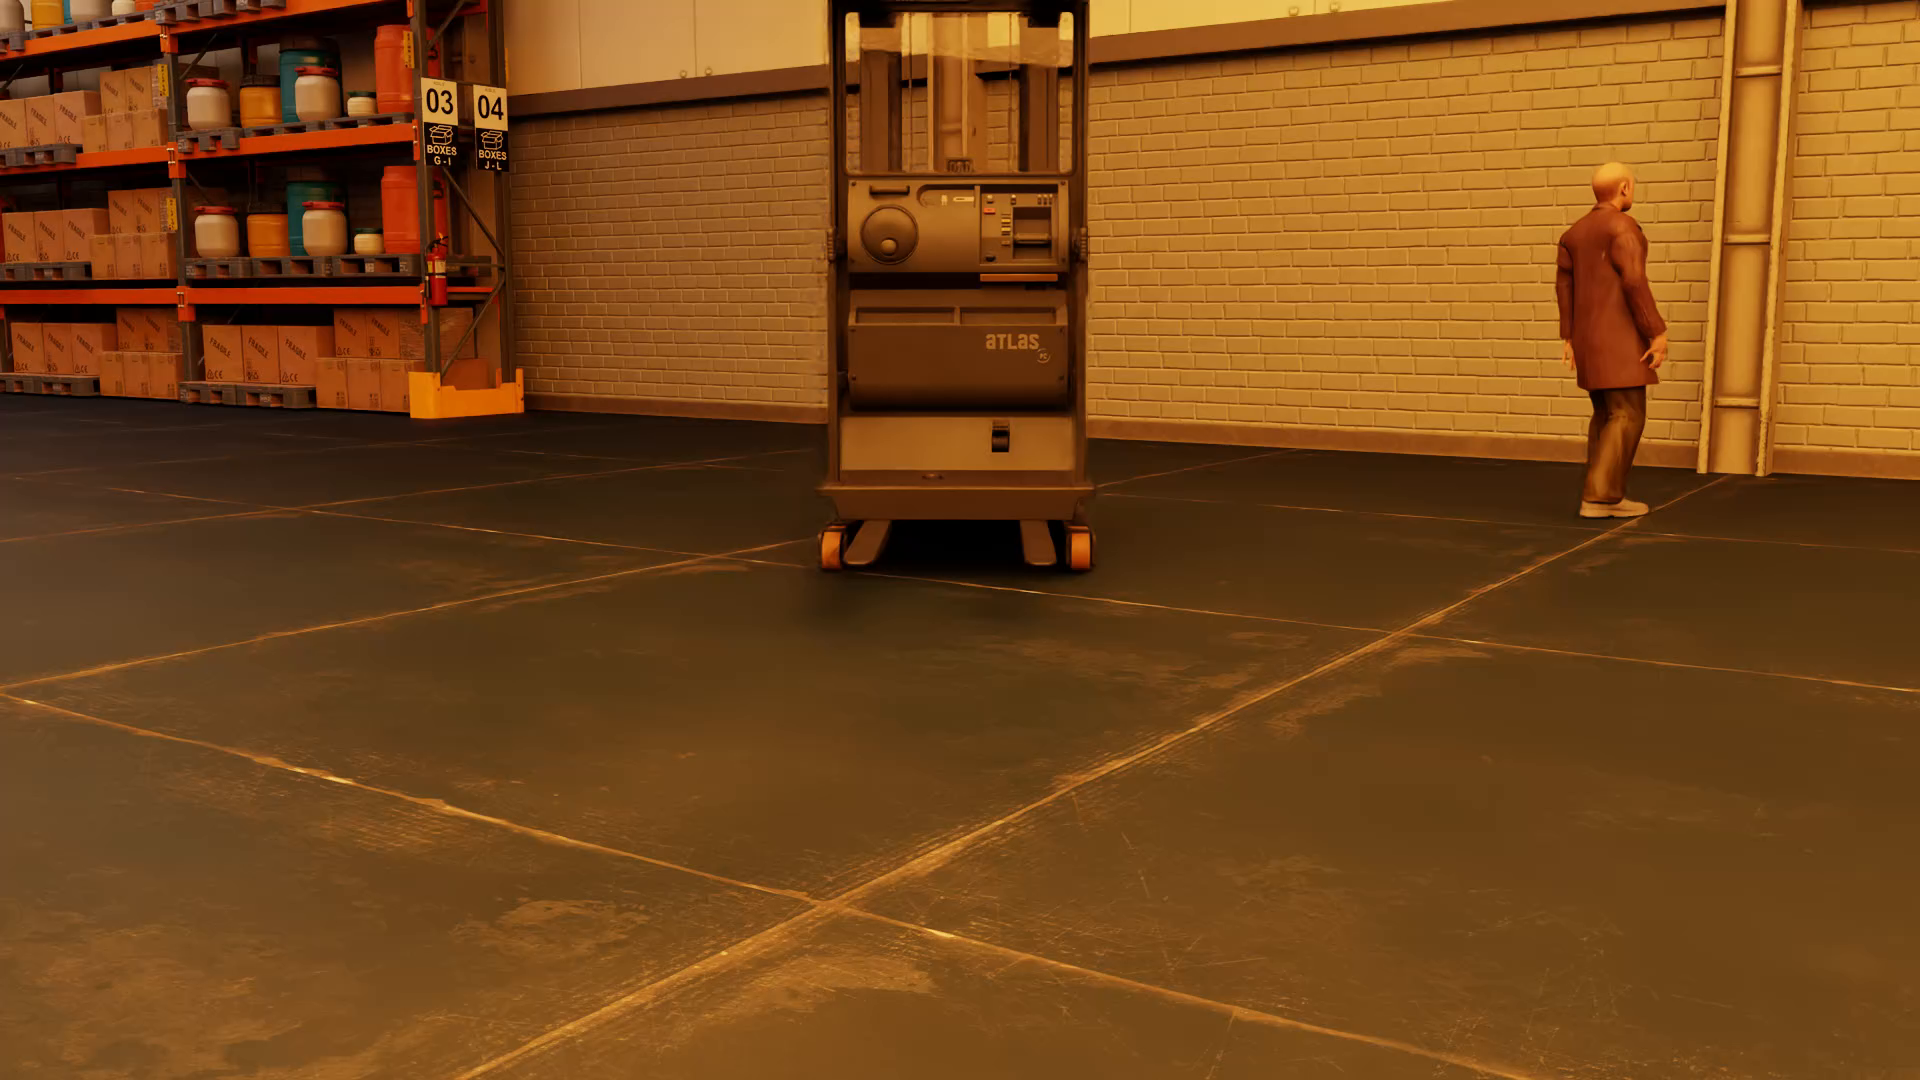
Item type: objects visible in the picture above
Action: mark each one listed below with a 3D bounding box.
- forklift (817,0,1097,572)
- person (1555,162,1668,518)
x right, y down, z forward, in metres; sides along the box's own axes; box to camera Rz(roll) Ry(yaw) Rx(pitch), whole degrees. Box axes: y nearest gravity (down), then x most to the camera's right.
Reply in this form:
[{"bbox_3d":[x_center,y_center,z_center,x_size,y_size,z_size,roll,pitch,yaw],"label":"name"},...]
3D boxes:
[{"bbox_3d":[-0.009,-1.365,6.793,1.130,2.935,3.031,0,8,1],"label":"forklift"},{"bbox_3d":[3.360,-0.988,8.421,0.548,1.811,0.680,-2,8,-13],"label":"person"}]
